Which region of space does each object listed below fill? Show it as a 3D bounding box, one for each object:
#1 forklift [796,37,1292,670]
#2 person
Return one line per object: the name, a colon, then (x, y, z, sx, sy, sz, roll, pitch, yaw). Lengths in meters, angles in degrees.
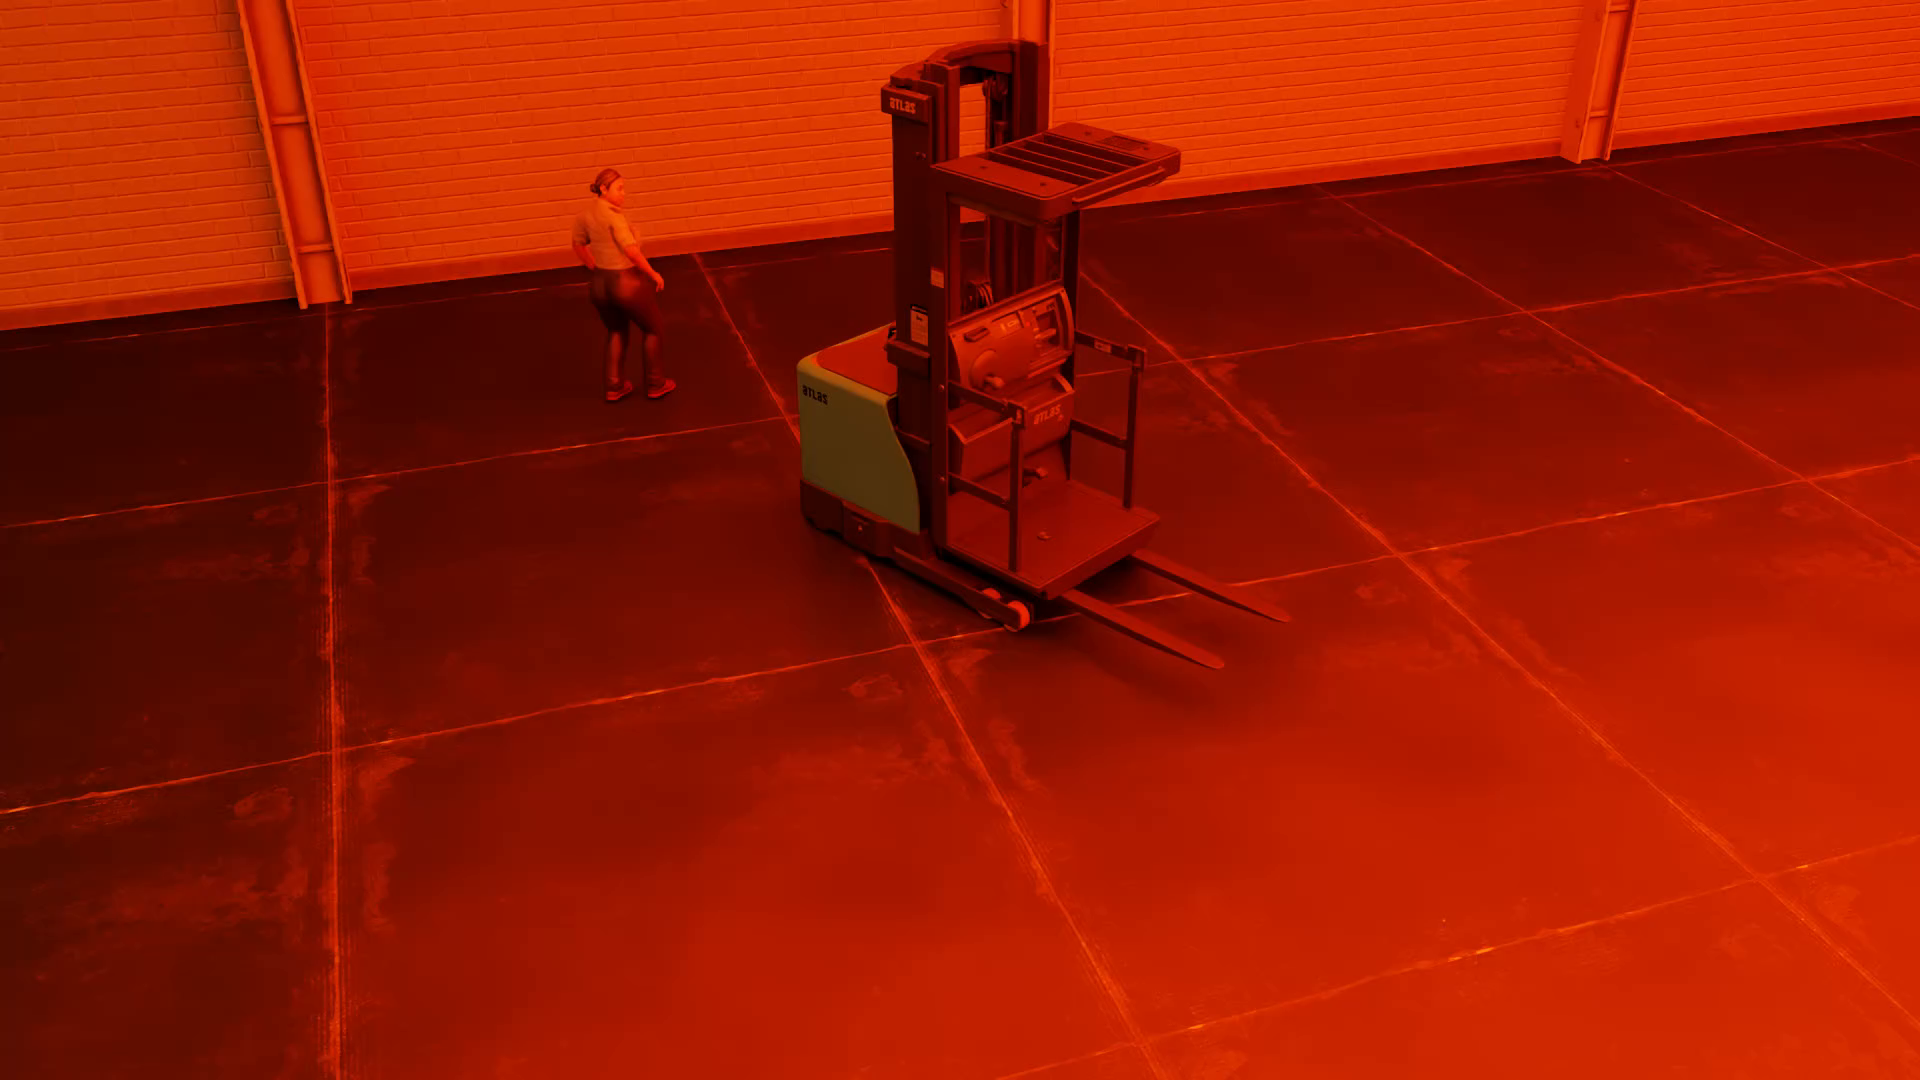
forklift: (0.443, -1.061, 8.931, 3.031, 2.935, 1.130, 25, 38, 37)
person: (-2.330, -1.756, 11.462, 0.674, 1.624, 0.486, 16, 34, 26)
